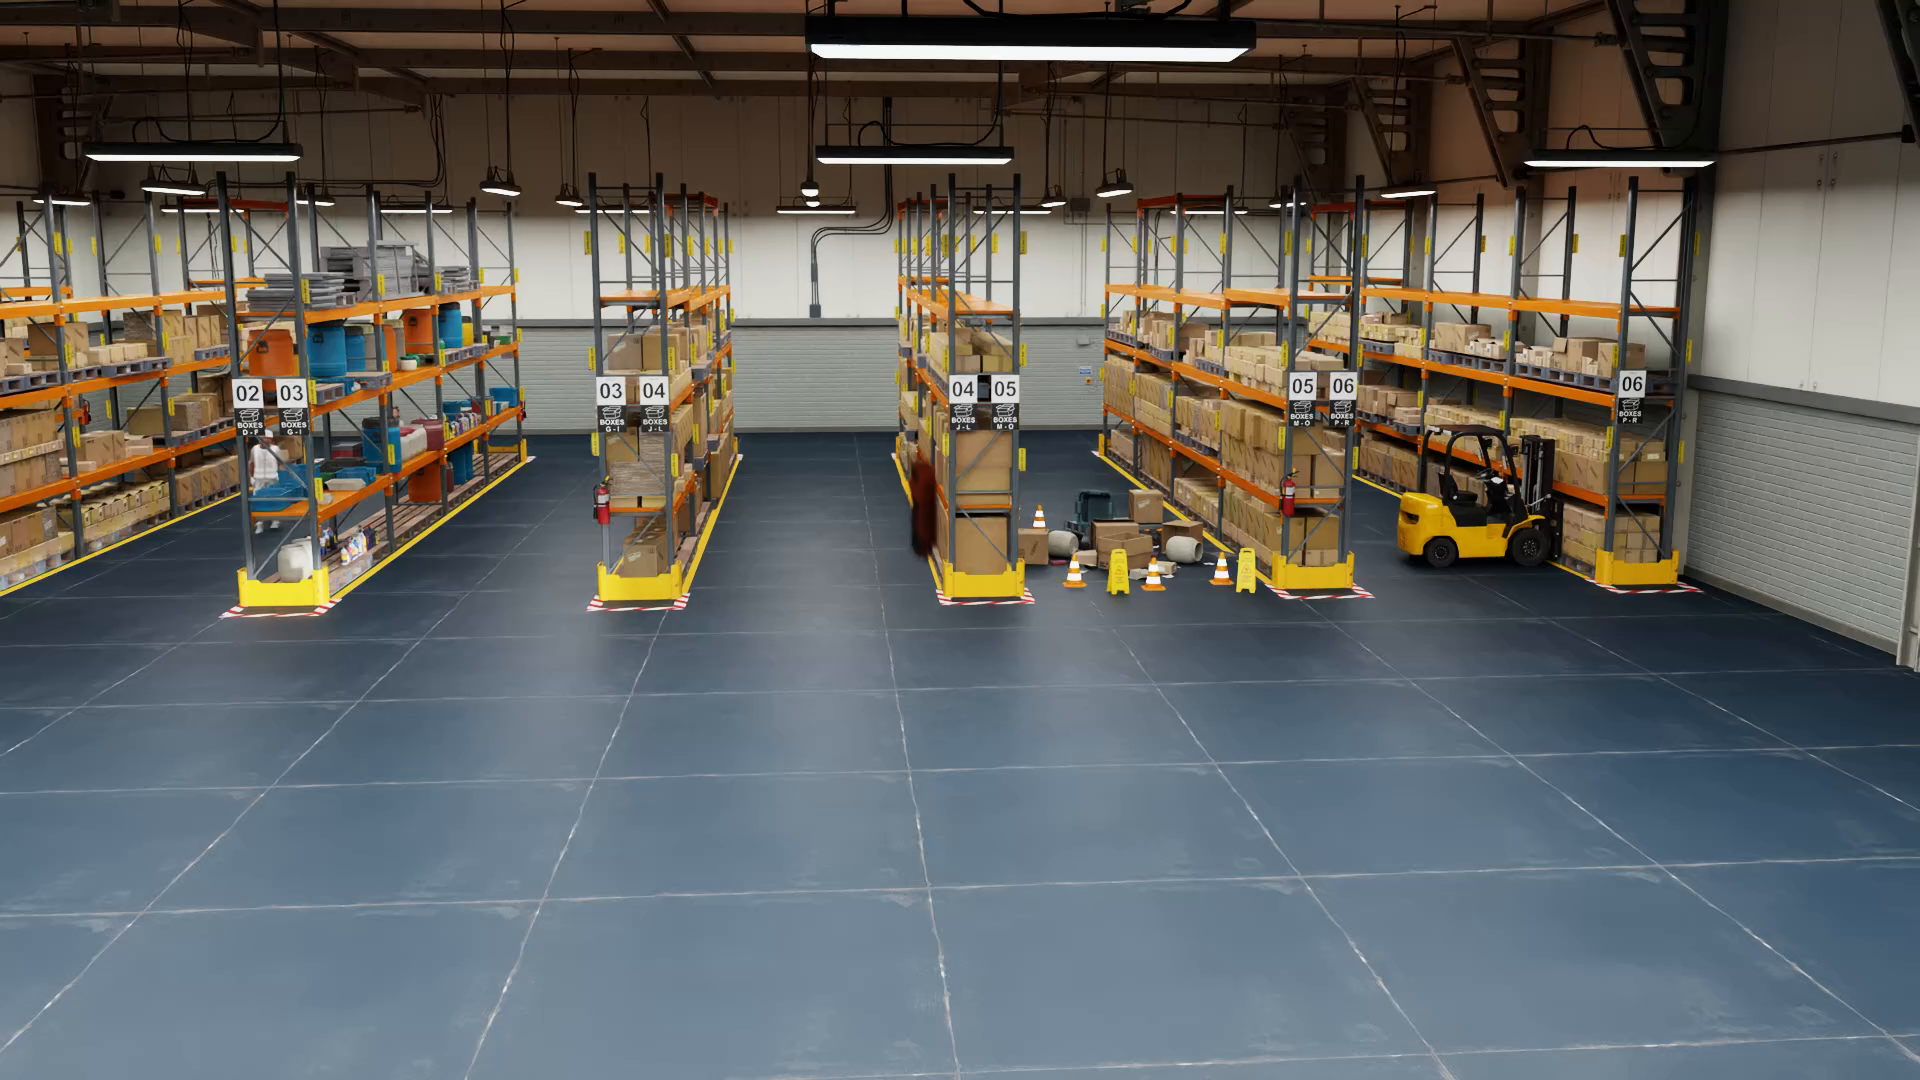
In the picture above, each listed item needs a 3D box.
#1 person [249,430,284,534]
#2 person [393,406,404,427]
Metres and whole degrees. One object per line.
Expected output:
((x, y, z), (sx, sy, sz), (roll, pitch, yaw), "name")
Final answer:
((-12.334, -1.036, 29.539), (0.600, 1.805, 0.679), (-2, 10, -12), "person")
((-12.027, -2.021, 35.309), (0.475, 1.650, 0.754), (2, 10, 12), "person")
